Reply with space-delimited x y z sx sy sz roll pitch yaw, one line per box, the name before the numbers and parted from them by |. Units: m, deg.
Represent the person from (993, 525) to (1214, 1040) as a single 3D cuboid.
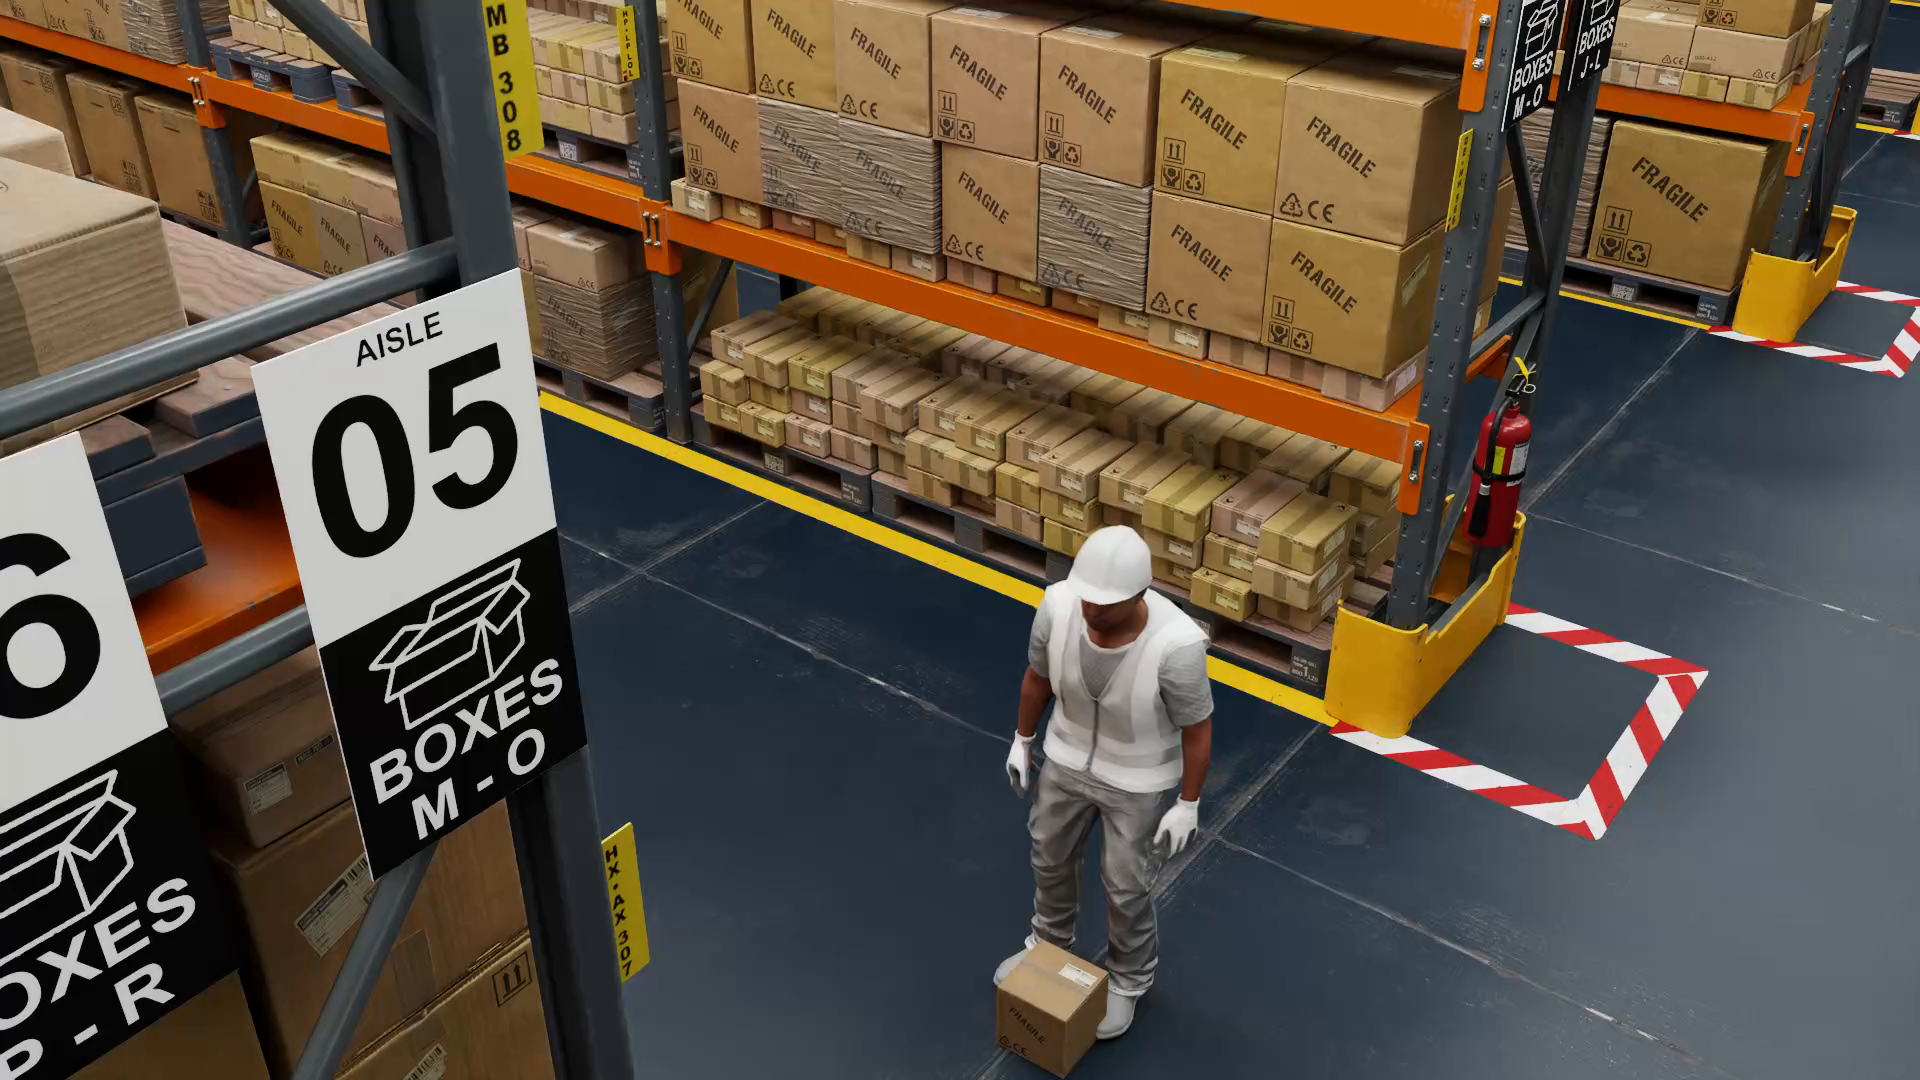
person | 0.426 0.703 4.934 0.625 1.773 0.452 19 35 28
